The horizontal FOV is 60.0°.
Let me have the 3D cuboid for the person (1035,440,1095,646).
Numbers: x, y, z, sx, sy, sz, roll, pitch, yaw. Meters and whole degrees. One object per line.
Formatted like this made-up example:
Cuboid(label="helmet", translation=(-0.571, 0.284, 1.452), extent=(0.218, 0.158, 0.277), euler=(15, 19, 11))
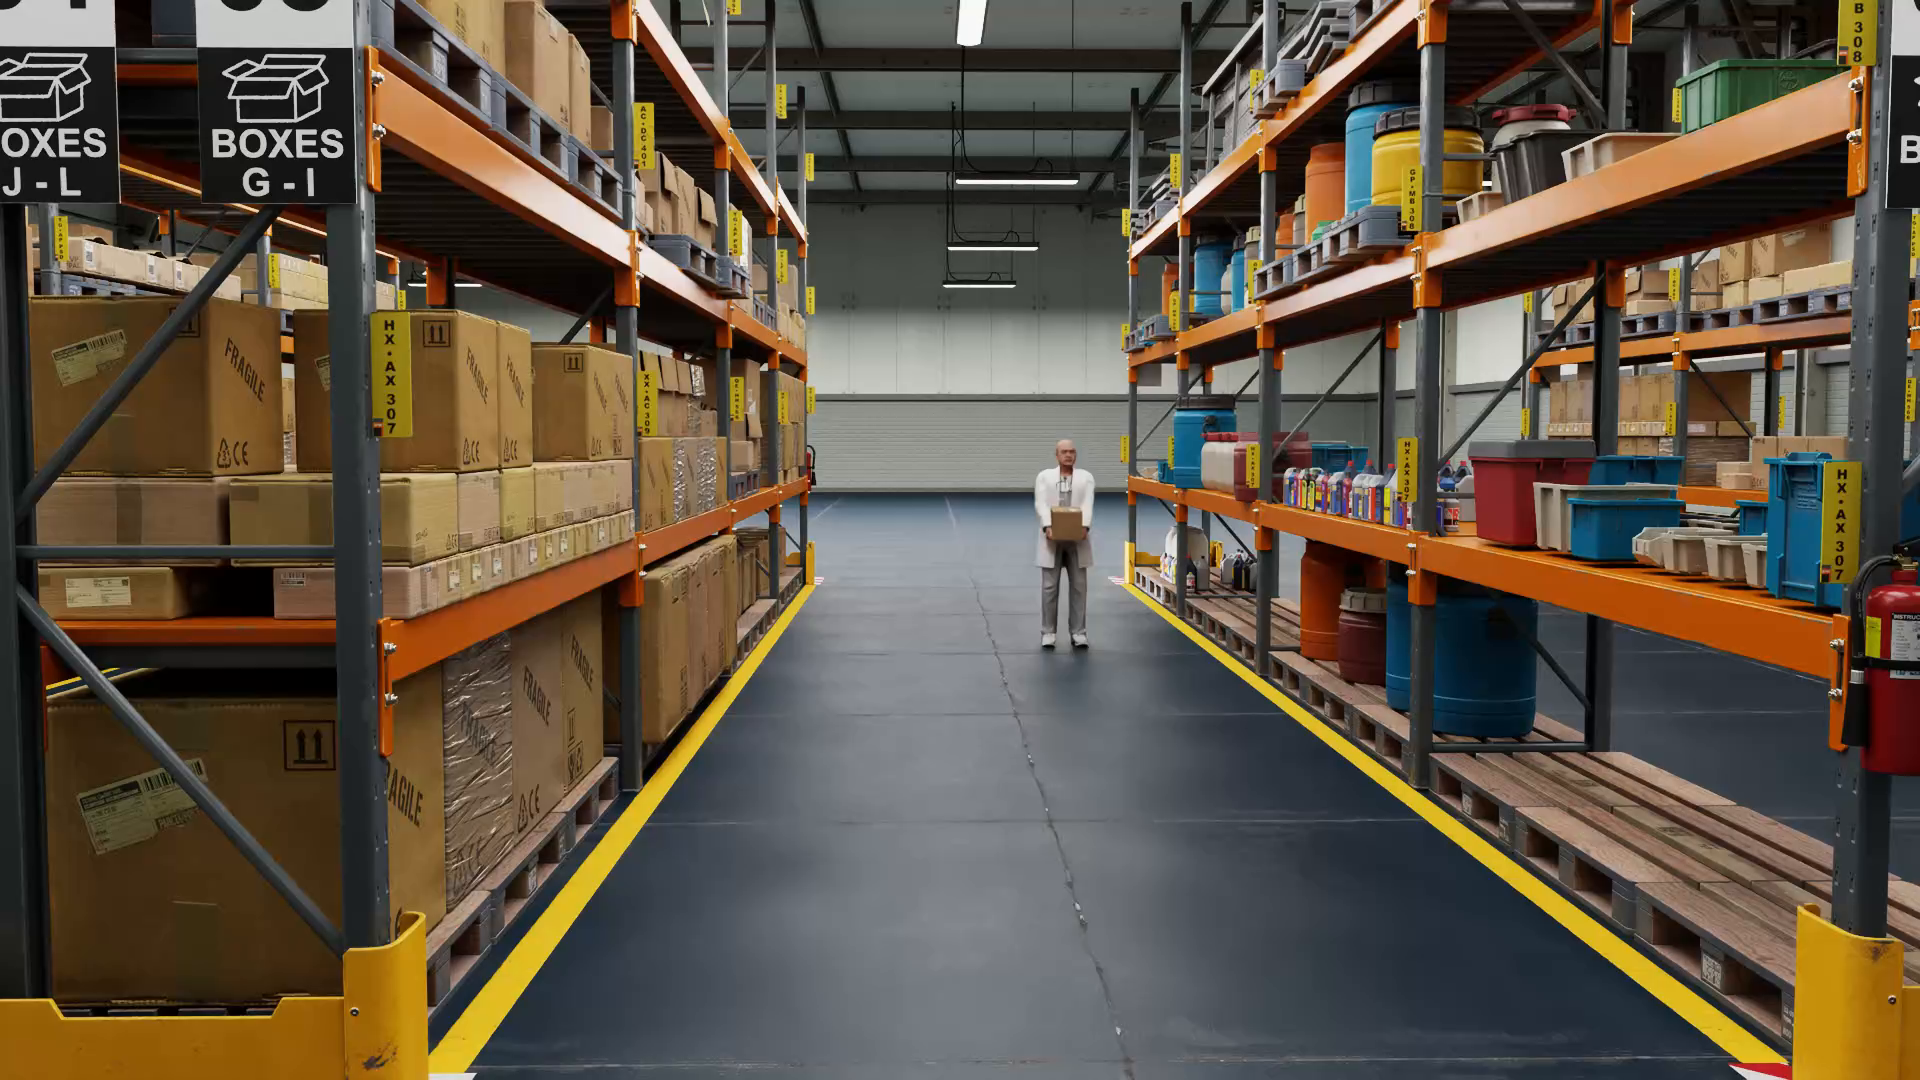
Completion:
Cuboid(label="person", translation=(0.907, 0.028, 14.291), extent=(0.528, 1.775, 0.548), euler=(0, 4, -1))
